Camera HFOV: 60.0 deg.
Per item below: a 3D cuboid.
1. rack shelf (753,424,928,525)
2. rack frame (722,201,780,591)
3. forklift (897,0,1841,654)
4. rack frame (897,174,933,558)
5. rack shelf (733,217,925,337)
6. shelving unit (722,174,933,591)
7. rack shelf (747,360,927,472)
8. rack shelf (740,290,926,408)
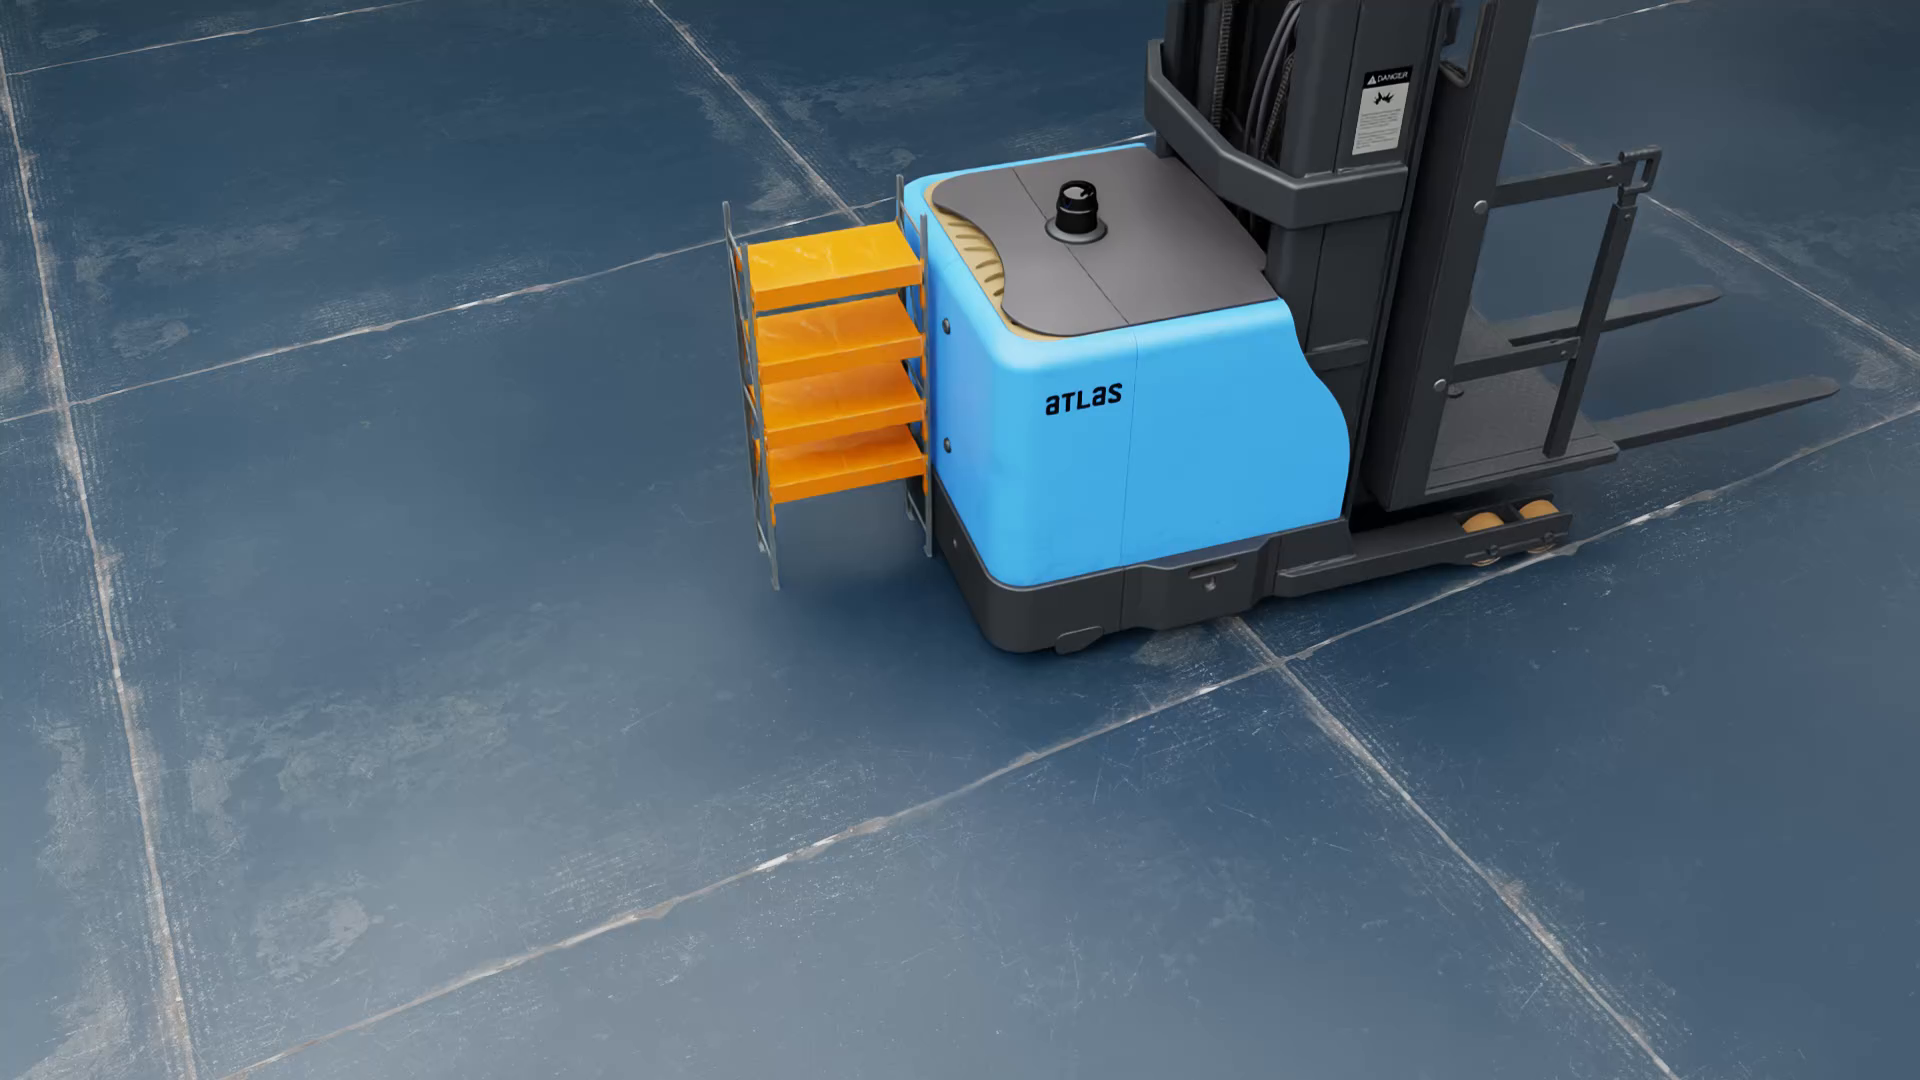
[{"bbox_3d":[-0.362,-0.224,4.997,0.480,0.148,0.258,-12,42,-14],"label":"rack shelf"},{"bbox_3d":[-0.594,-0.377,4.767,0.015,1.200,0.240,-12,42,-14],"label":"rack frame"},{"bbox_3d":[1.377,-1.351,4.578,3.031,2.935,1.130,-12,42,-14],"label":"forklift"},{"bbox_3d":[-0.131,-0.476,4.884,0.015,1.200,0.240,-12,42,-14],"label":"rack frame"},{"bbox_3d":[-0.362,-0.727,4.572,0.480,0.148,0.258,-12,42,-14],"label":"rack shelf"},{"bbox_3d":[-0.362,-0.427,4.826,0.503,1.200,0.258,-12,42,-14],"label":"shelving unit"},{"bbox_3d":[-0.362,-0.375,4.869,0.480,0.148,0.258,-12,42,-14],"label":"rack shelf"},{"bbox_3d":[-0.362,-0.546,4.724,0.480,0.148,0.258,-12,42,-14],"label":"rack shelf"}]
